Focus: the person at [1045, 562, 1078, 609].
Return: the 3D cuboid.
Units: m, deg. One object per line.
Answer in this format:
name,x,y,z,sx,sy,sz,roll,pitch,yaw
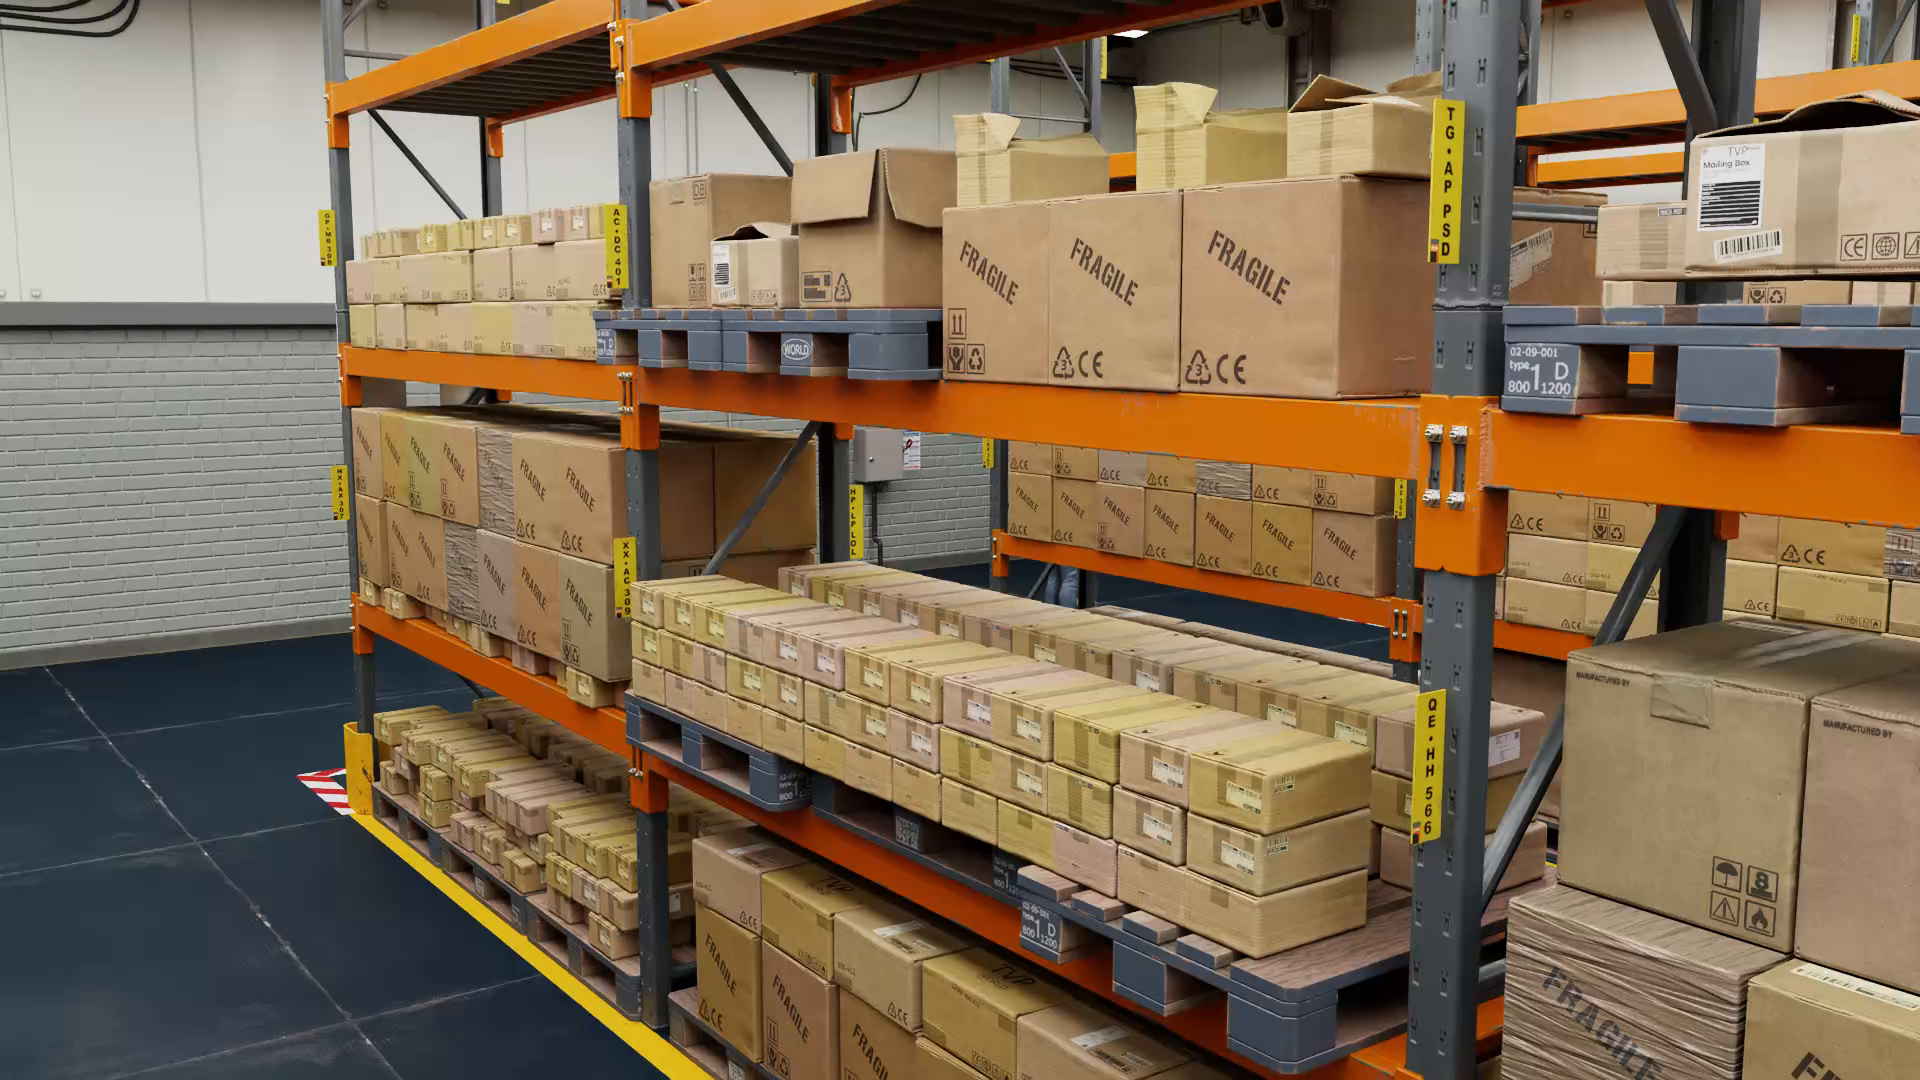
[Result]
person,0.957,-0.012,15.838,0.461,1.755,0.631,-6,10,-39
